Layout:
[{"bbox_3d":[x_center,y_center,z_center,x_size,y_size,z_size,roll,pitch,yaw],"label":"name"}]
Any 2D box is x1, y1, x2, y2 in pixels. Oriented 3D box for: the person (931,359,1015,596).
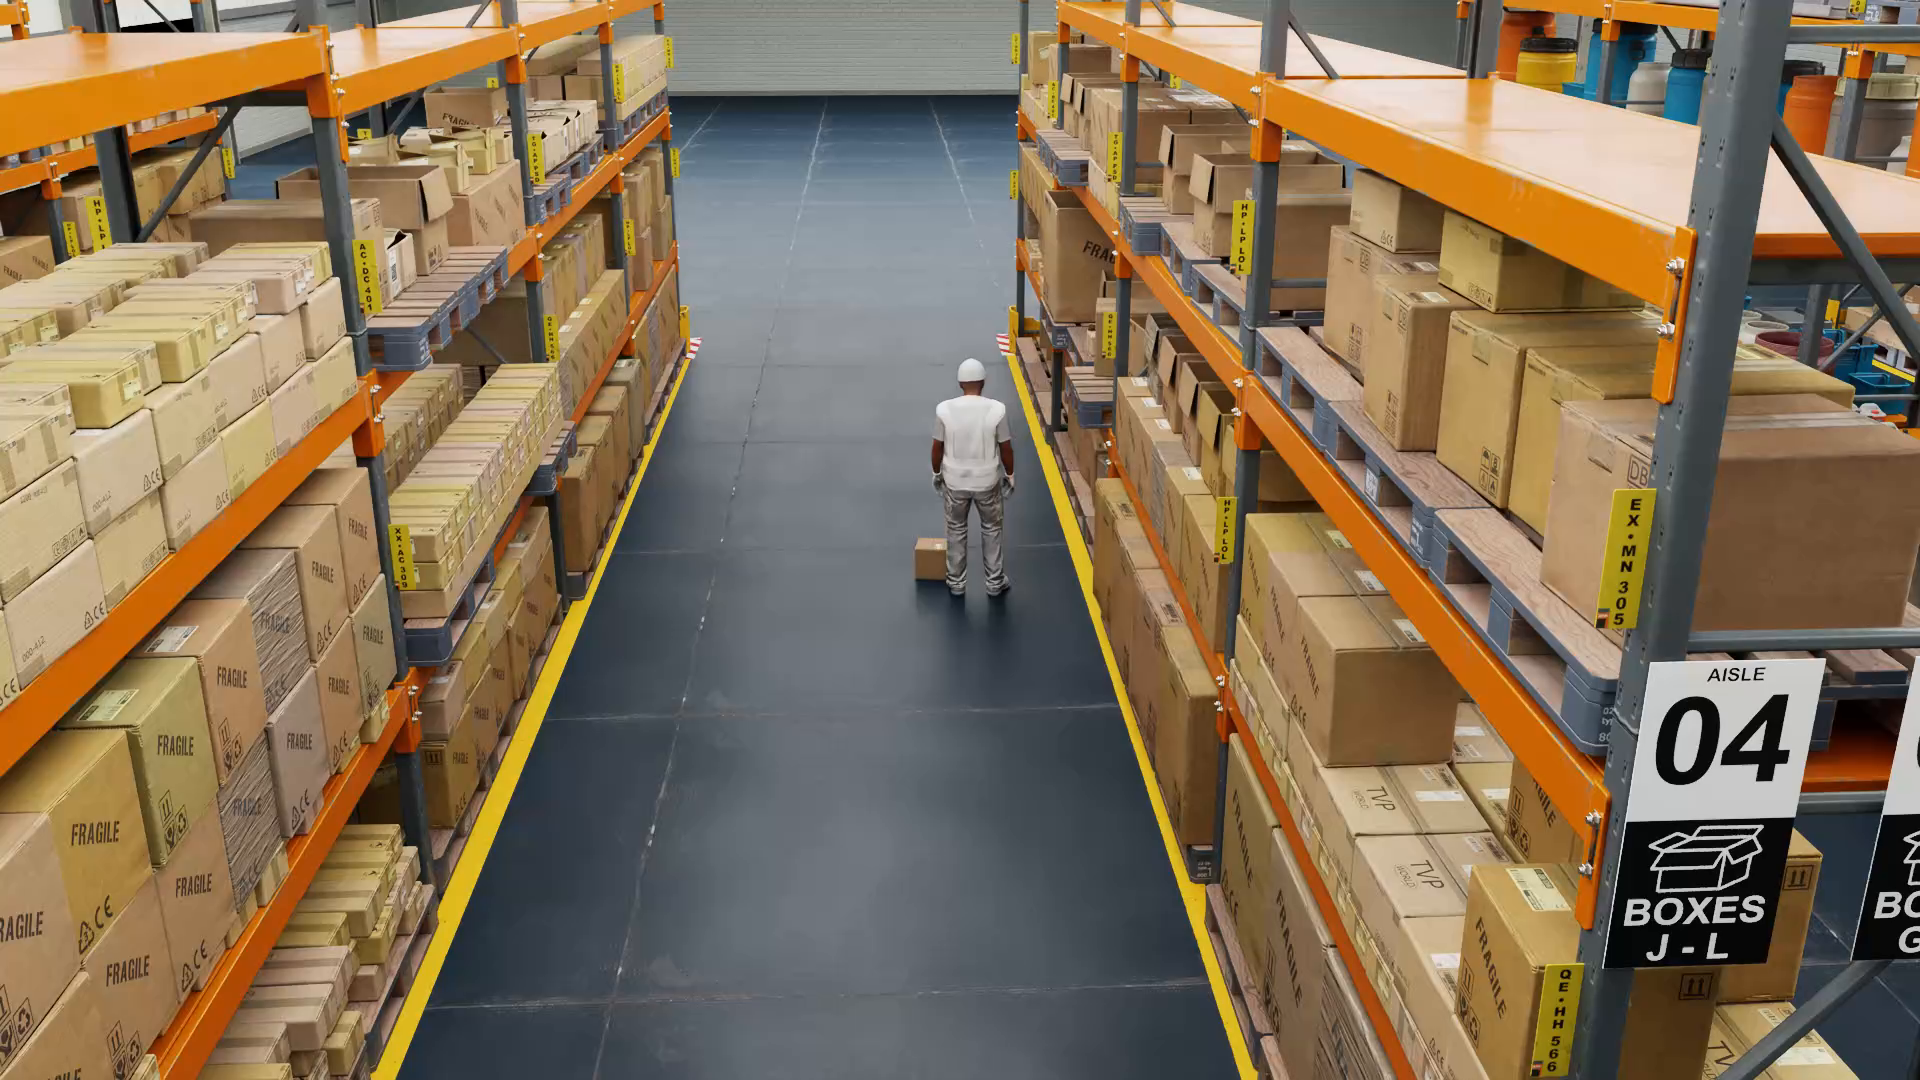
[{"bbox_3d":[0.100,-0.453,12.290,0.619,1.775,0.446,2,20,7],"label":"person"}]
